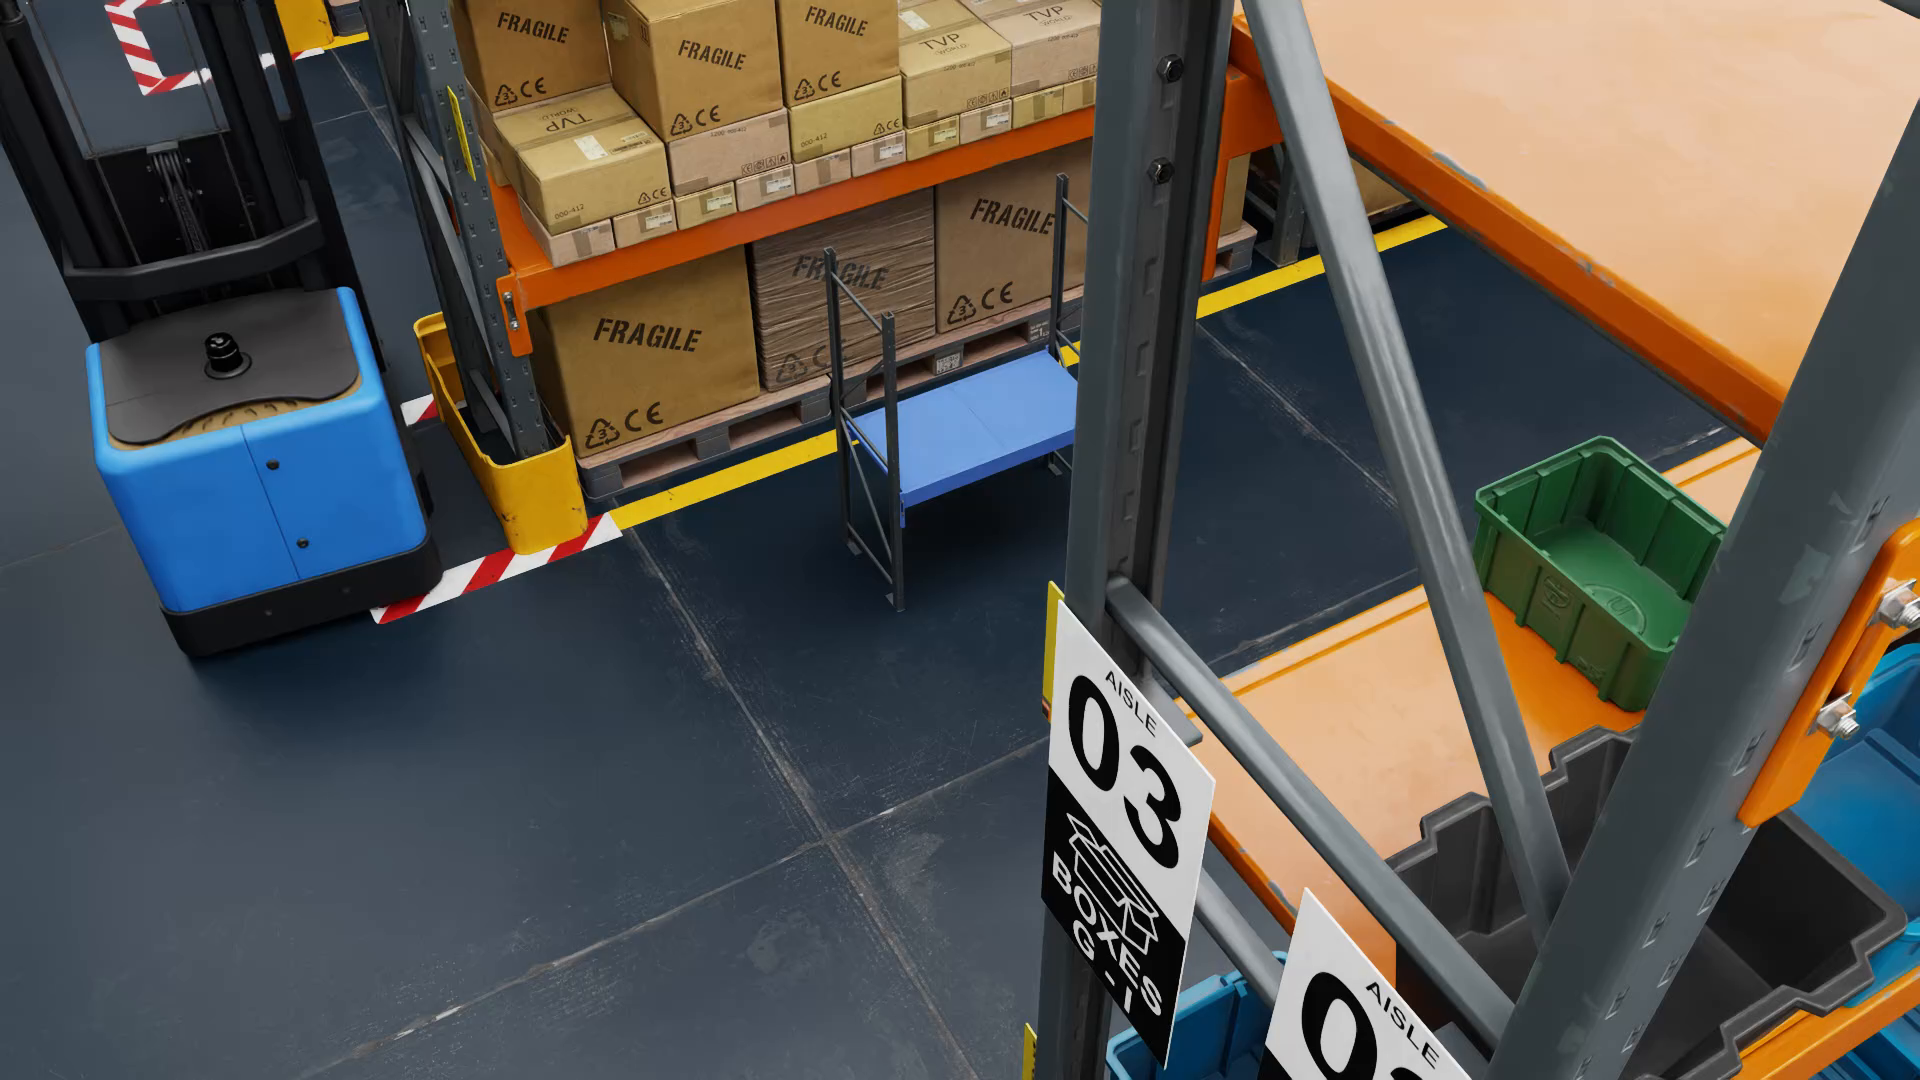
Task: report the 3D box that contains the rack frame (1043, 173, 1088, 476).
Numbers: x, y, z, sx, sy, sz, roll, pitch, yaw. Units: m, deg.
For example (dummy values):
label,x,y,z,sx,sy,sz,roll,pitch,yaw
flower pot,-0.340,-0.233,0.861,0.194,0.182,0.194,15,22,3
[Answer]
label,x,y,z,sx,sy,sz,roll,pitch,yaw
rack frame,0.515,-0.744,6.869,0.032,1.500,0.500,-22,48,-21

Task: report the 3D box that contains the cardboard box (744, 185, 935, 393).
label,x,y,z,sx,sy,sz,roll,pitch,yaw
cardboard box,-0.707,-1.389,7.681,0.875,0.875,0.875,-22,48,-21

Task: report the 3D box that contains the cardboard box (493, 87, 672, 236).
label,x,y,z,sx,sy,sz,roll,pitch,yaw
cardboard box,-1.461,-1.471,6.436,0.500,0.250,0.500,-23,49,-22

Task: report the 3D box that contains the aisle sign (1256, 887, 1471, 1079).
label,x,y,z,sx,sy,sz,roll,pitch,yaw
aisle sign,0.542,0.848,2.285,0.004,0.787,0.394,-22,48,-21

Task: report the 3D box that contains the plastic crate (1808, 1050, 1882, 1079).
label,x,y,z,sx,sy,sz,roll,pitch,yaw
plastic crate,1.976,1.271,3.793,0.300,0.233,0.416,-22,48,-21

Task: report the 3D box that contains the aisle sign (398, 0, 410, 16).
label,x,y,z,sx,sy,sz,roll,pitch,yaw
aisle sign,-1.924,-2.141,5.365,0.004,0.787,0.394,-22,48,-21

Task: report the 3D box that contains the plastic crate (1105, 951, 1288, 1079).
label,x,y,z,sx,sy,sz,roll,pitch,yaw
plastic crate,0.653,1.313,3.604,0.499,0.435,0.616,-22,48,-21

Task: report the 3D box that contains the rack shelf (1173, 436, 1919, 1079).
label,x,y,z,sx,sy,sz,roll,pitch,yaw
rack shelf,2.190,0.064,3.322,4.000,0.370,1.077,-22,48,-21

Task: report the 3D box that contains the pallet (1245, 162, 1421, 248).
label,x,y,z,sx,sy,sz,roll,pitch,yaw
pallet,2.088,-2.115,9.207,1.213,0.211,1.003,-22,48,-21

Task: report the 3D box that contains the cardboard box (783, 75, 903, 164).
label,x,y,z,sx,sy,sz,roll,pitch,yaw
cardboard box,-0.576,-1.828,6.803,0.500,0.250,0.500,-23,49,-22

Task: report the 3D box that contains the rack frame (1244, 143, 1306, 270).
label,x,y,z,sx,sy,sz,roll,pitch,yaw
rack frame,1.457,-2.802,7.913,0.127,3.000,1.000,-22,48,-21

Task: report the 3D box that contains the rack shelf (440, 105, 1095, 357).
label,x,y,z,sx,sy,sz,roll,pitch,yaw
rack shelf,-0.277,-1.850,7.449,4.000,0.370,1.077,-22,48,-21

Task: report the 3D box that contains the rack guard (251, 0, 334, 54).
label,x,y,z,sx,sy,sz,roll,pitch,yaw
rack guard,-4.329,-3.574,10.503,0.348,0.500,1.175,-22,48,-21

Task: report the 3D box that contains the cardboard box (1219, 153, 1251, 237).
label,x,y,z,sx,sy,sz,roll,pitch,yaw
cardboard box,0.845,-2.010,8.321,0.875,0.875,0.875,-22,48,-21

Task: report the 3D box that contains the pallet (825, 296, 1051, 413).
label,x,y,z,sx,sy,sz,roll,pitch,yaw
pallet,-0.301,-1.159,8.222,1.213,0.211,1.003,-22,48,-21

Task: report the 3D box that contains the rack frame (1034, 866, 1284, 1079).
label,x,y,z,sx,sy,sz,roll,pitch,yaw
rack frame,0.456,1.576,3.401,0.127,3.000,1.000,-22,48,-21

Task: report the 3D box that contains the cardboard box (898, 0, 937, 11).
label,x,y,z,sx,sy,sz,roll,pitch,yaw
cardboard box,-0.393,-2.332,7.322,0.500,0.250,0.500,-22,48,-21

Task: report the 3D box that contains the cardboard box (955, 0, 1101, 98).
label,x,y,z,sx,sy,sz,roll,pitch,yaw
cardboard box,0.315,-2.185,7.172,0.500,0.250,0.500,-21,48,-20

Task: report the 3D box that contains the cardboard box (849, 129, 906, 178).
label,x,y,z,sx,sy,sz,roll,pitch,yaw
cardboard box,-0.426,-1.696,6.954,0.250,0.149,0.380,-22,48,-21

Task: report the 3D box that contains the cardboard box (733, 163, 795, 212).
label,x,y,z,sx,sy,sz,roll,pitch,yaw
cardboard box,-0.870,-1.519,6.771,0.250,0.149,0.380,-23,48,-22

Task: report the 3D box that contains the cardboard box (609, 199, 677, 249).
label,x,y,z,sx,sy,sz,roll,pitch,yaw
cardboard box,-1.318,-1.338,6.585,0.250,0.149,0.380,-22,48,-22

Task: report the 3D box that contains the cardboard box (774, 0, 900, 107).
label,x,y,z,sx,sy,sz,roll,pitch,yaw
cardboard box,-0.581,-2.097,6.542,0.500,0.500,0.500,-23,49,-22

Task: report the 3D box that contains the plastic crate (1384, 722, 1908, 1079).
label,x,y,z,sx,sy,sz,roll,pitch,yaw
plastic crate,0.929,0.581,2.366,0.590,0.269,0.497,-22,48,-21

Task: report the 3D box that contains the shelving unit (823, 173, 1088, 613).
label,x,y,z,sx,sy,sz,roll,pitch,yaw
shelving unit,0.074,-0.568,6.688,1.048,1.500,0.538,-22,48,-21

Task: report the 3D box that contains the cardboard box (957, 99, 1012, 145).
label,x,y,z,sx,sy,sz,roll,pitch,yaw
cardboard box,0.020,-1.875,7.138,0.250,0.149,0.380,-21,48,-20

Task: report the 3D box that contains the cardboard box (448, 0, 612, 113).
label,x,y,z,sx,sy,sz,roll,pitch,yaw
cardboard box,-1.720,-2.064,6.508,0.500,0.500,0.500,-21,48,-20

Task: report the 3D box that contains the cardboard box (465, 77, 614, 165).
label,x,y,z,sx,sy,sz,roll,pitch,yaw
cardboard box,-1.723,-1.796,6.770,0.500,0.250,0.500,-23,48,-22

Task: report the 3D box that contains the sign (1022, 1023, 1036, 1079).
label,x,y,z,sx,sy,sz,roll,pitch,yaw
sign,0.168,1.191,3.681,0.005,0.325,0.100,-22,48,-21

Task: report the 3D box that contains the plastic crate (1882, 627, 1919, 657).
label,x,y,z,sx,sy,sz,roll,pitch,yaw
plastic crate,1.918,0.158,2.754,0.767,0.338,0.504,-22,48,-21

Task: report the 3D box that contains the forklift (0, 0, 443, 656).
label,x,y,z,sx,sy,sz,roll,pitch,yaw
forklift,-3.203,-1.627,6.751,1.130,2.935,3.031,-17,47,-17

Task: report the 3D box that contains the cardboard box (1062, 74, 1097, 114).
label,x,y,z,sx,sy,sz,roll,pitch,yaw
cardboard box,0.464,-2.051,7.320,0.250,0.149,0.380,-21,48,-20
